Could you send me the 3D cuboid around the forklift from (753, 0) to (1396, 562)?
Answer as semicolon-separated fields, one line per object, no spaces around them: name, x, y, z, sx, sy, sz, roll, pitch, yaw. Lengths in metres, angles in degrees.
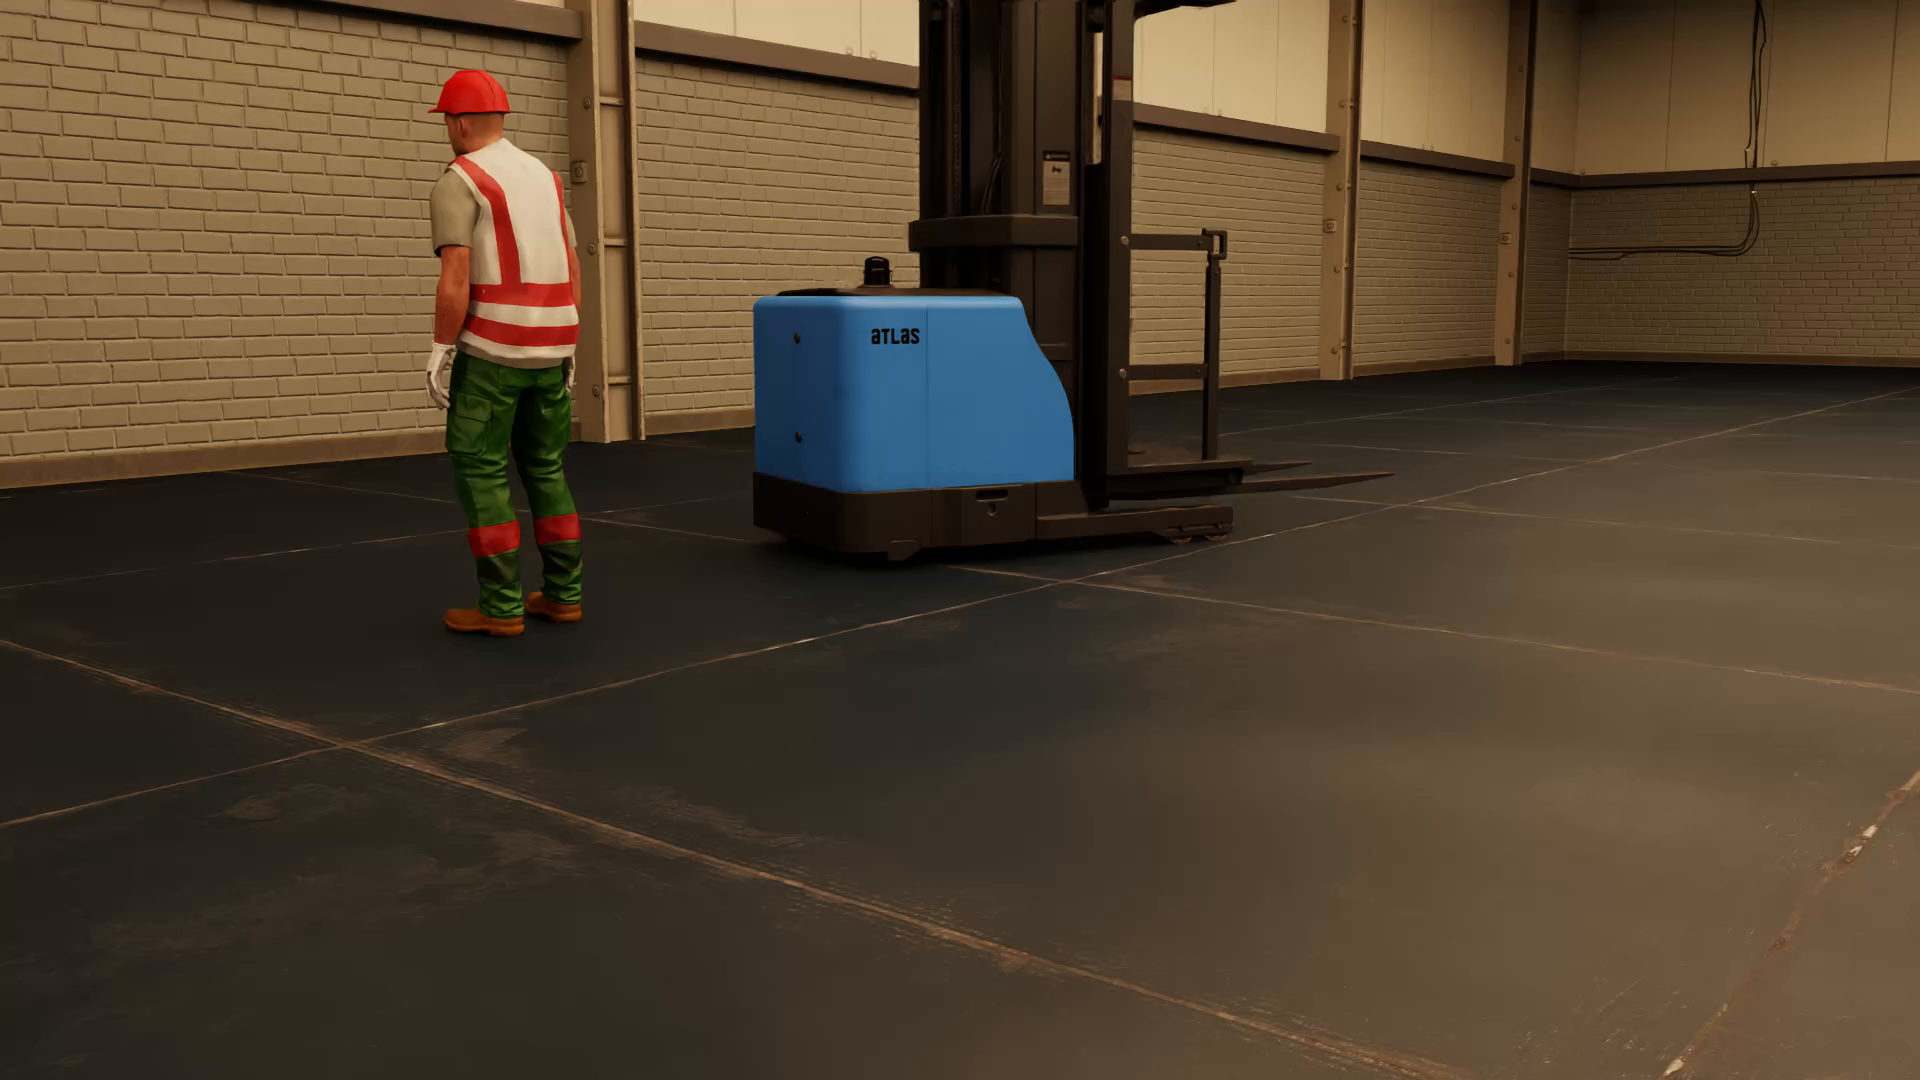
forklift;0.632;-1.492;7.476;3.031;2.935;1.130;-5;9;-28

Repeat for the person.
person;-1.464;-0.593;5.332;0.451;1.777;0.610;5;10;32
